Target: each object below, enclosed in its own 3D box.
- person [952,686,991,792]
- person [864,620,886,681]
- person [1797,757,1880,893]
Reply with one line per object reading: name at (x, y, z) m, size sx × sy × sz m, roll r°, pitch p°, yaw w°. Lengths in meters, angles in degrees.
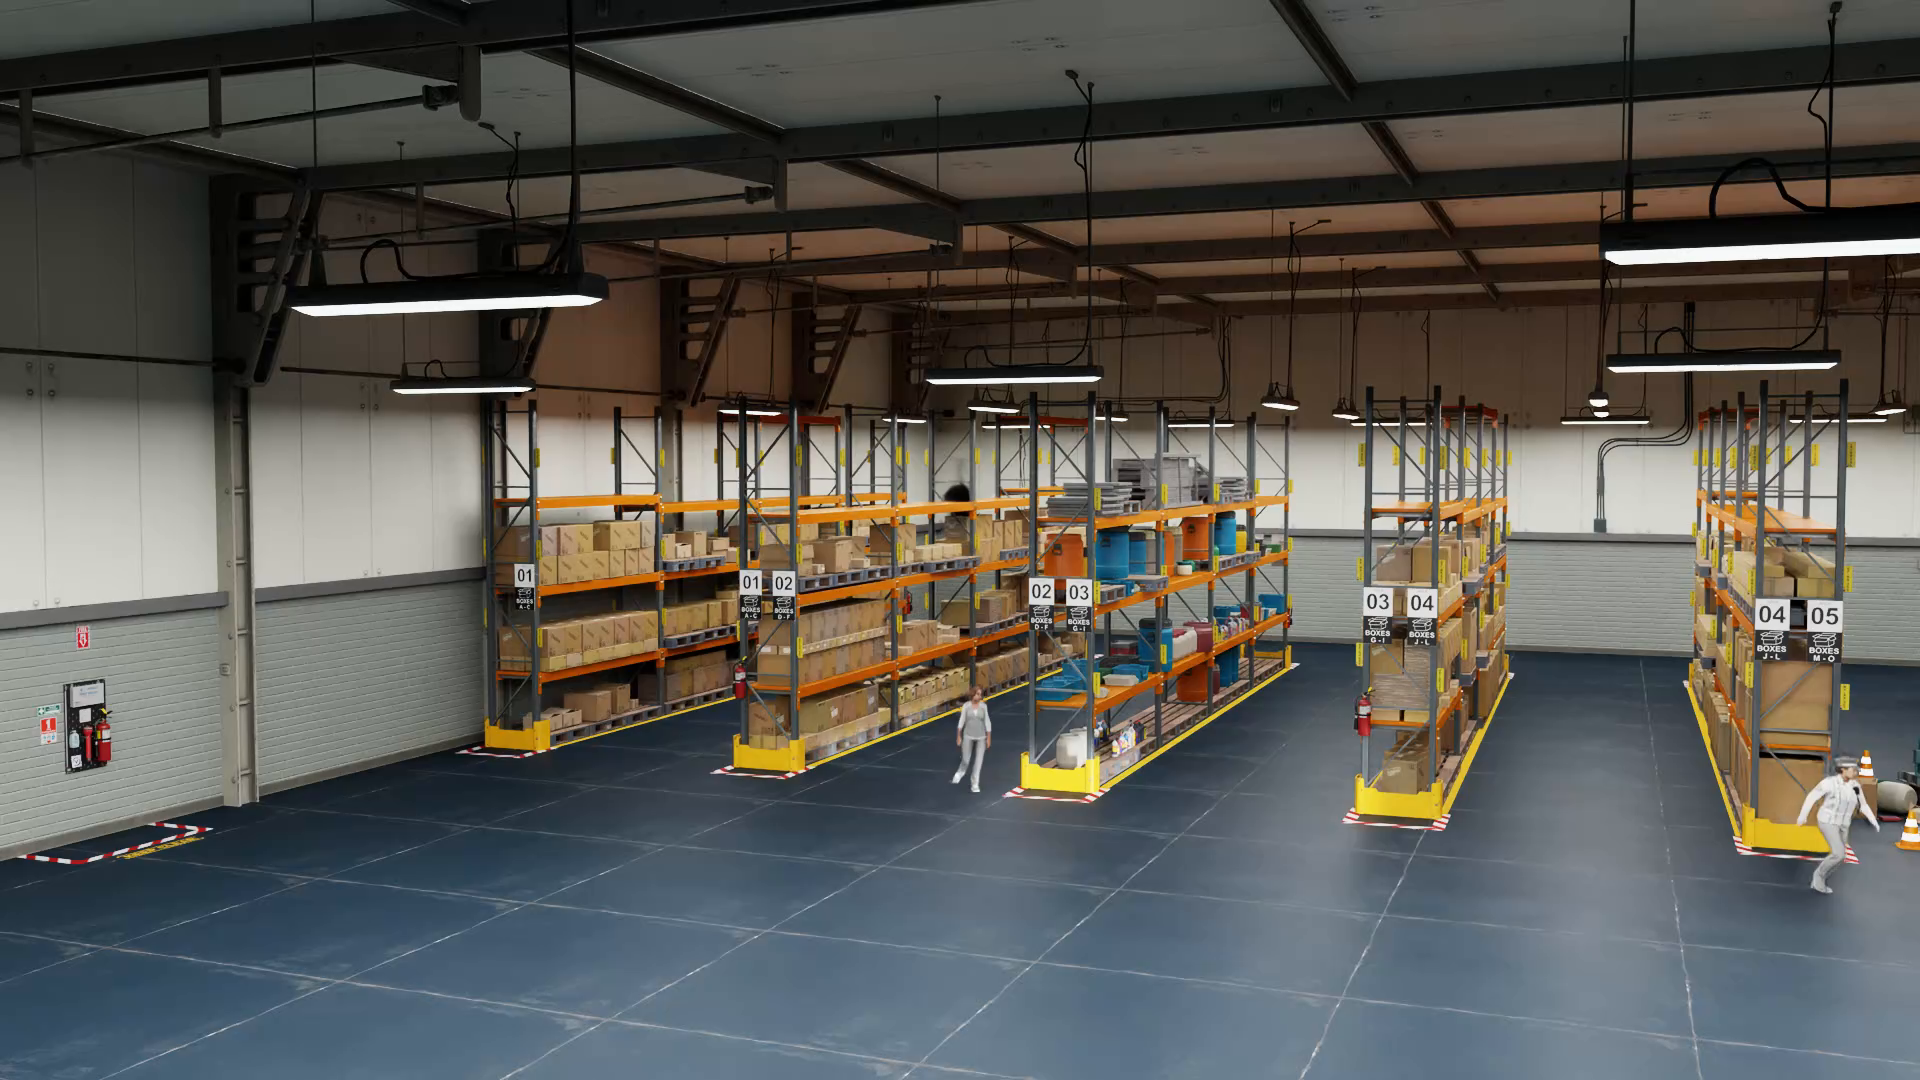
person at (0.171, 2.973, 24.930) m, size 0.553 × 1.588 × 0.491 m, roll 0°, pitch 3°, yaw -9°
person at (-1.994, 2.283, 37.260) m, size 0.693 × 1.790 × 0.764 m, roll 0°, pitch 3°, yaw 9°
person at (10.014, 3.248, 18.887) m, size 0.599 × 1.610 × 0.731 m, roll -1°, pitch 3°, yaw -16°
